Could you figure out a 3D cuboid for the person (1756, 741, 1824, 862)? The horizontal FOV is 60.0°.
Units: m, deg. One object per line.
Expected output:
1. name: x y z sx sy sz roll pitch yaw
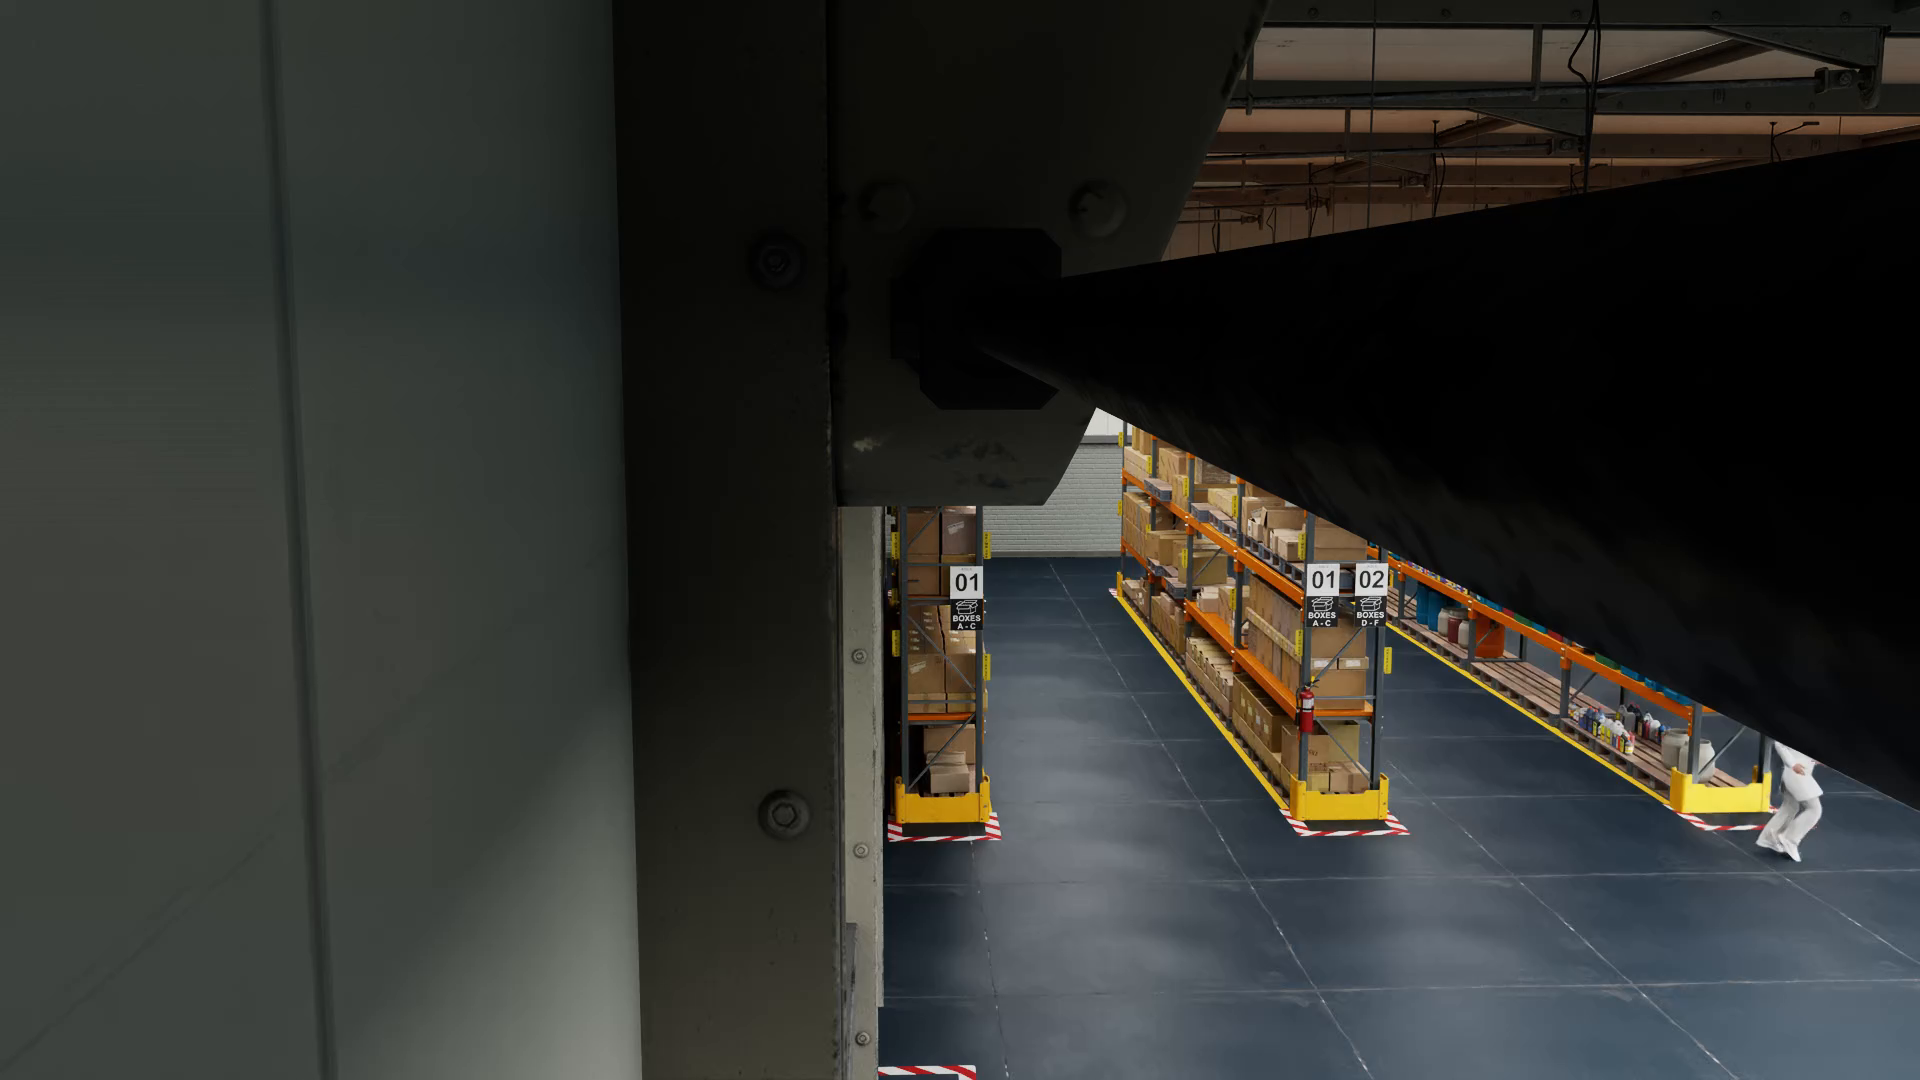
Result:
1. person: 9.715 2.781 19.281 0.727 1.788 0.723 4 9 29
